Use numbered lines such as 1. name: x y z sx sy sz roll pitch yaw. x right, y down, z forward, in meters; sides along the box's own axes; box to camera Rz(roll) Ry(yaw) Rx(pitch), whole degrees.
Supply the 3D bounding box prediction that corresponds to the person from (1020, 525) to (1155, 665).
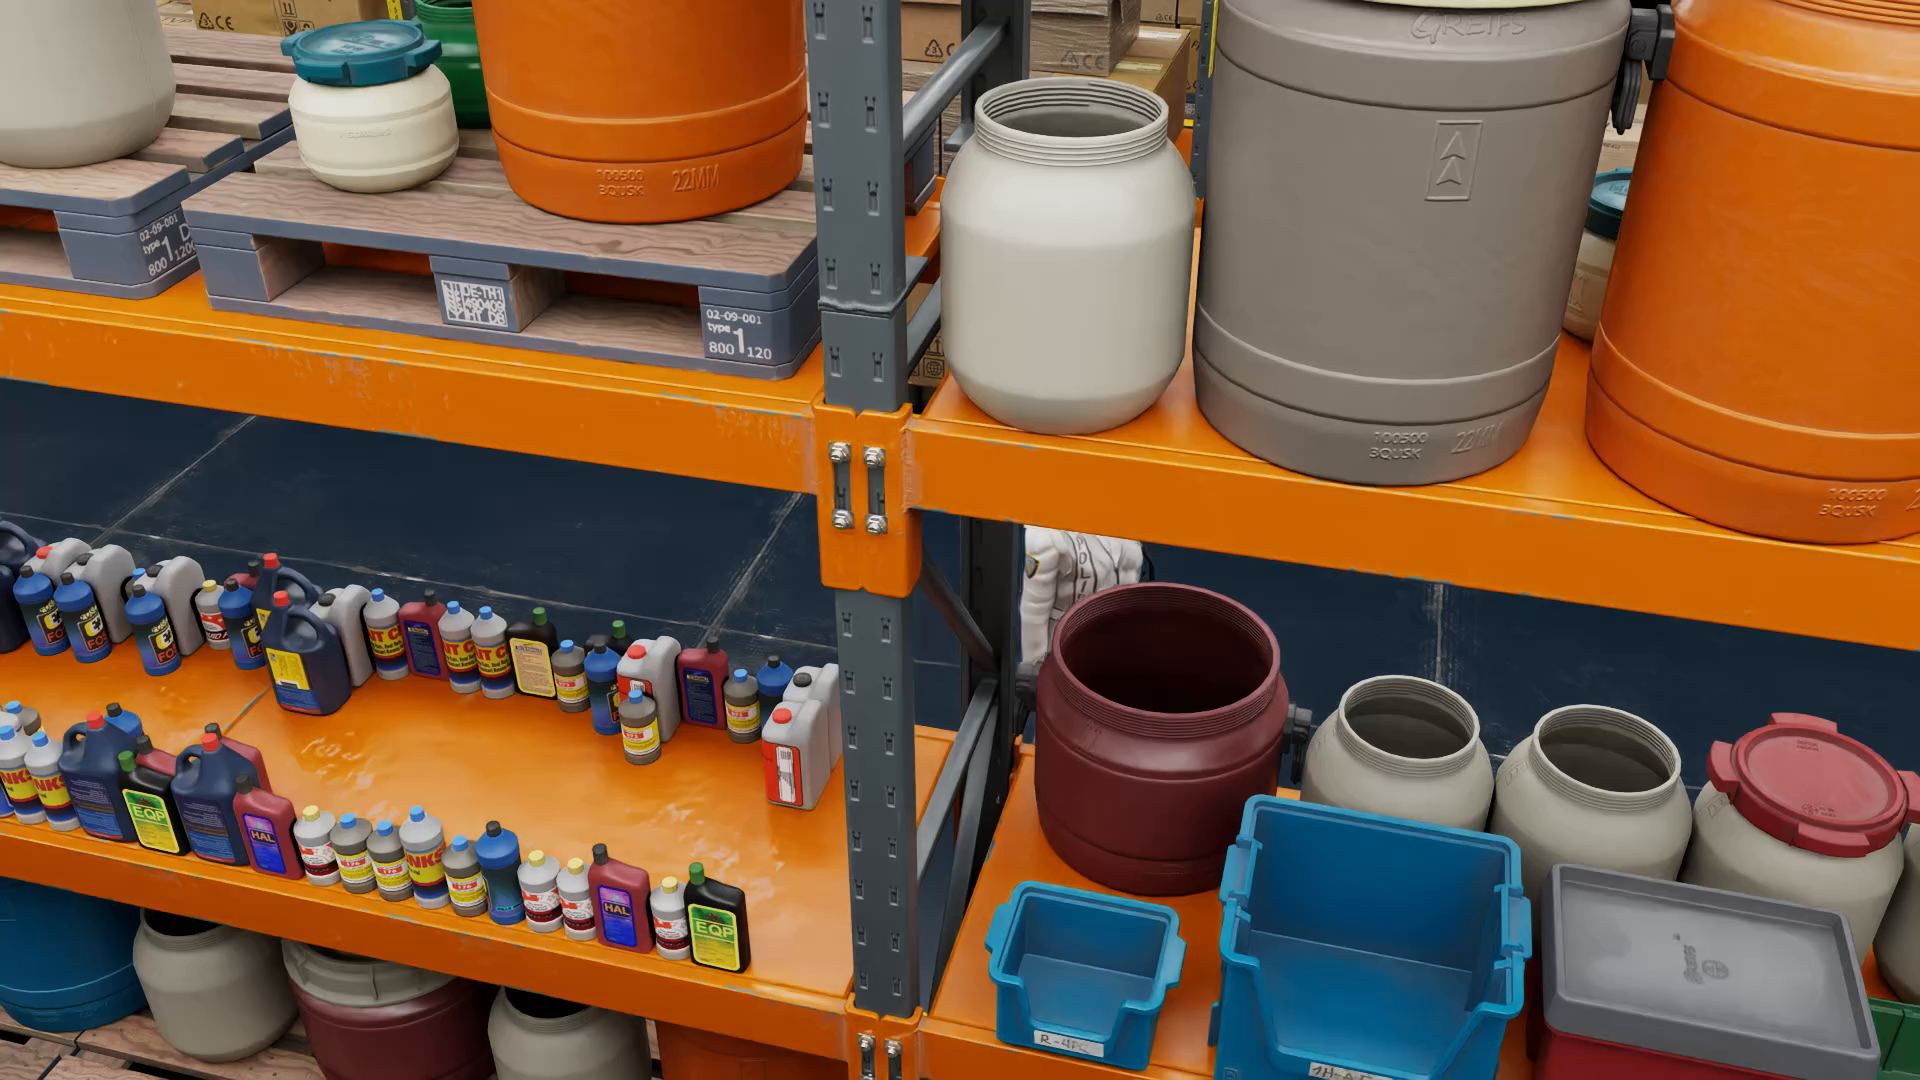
1. person: 0.441 0.390 5.543 0.510 1.724 0.436 -23 39 -31
